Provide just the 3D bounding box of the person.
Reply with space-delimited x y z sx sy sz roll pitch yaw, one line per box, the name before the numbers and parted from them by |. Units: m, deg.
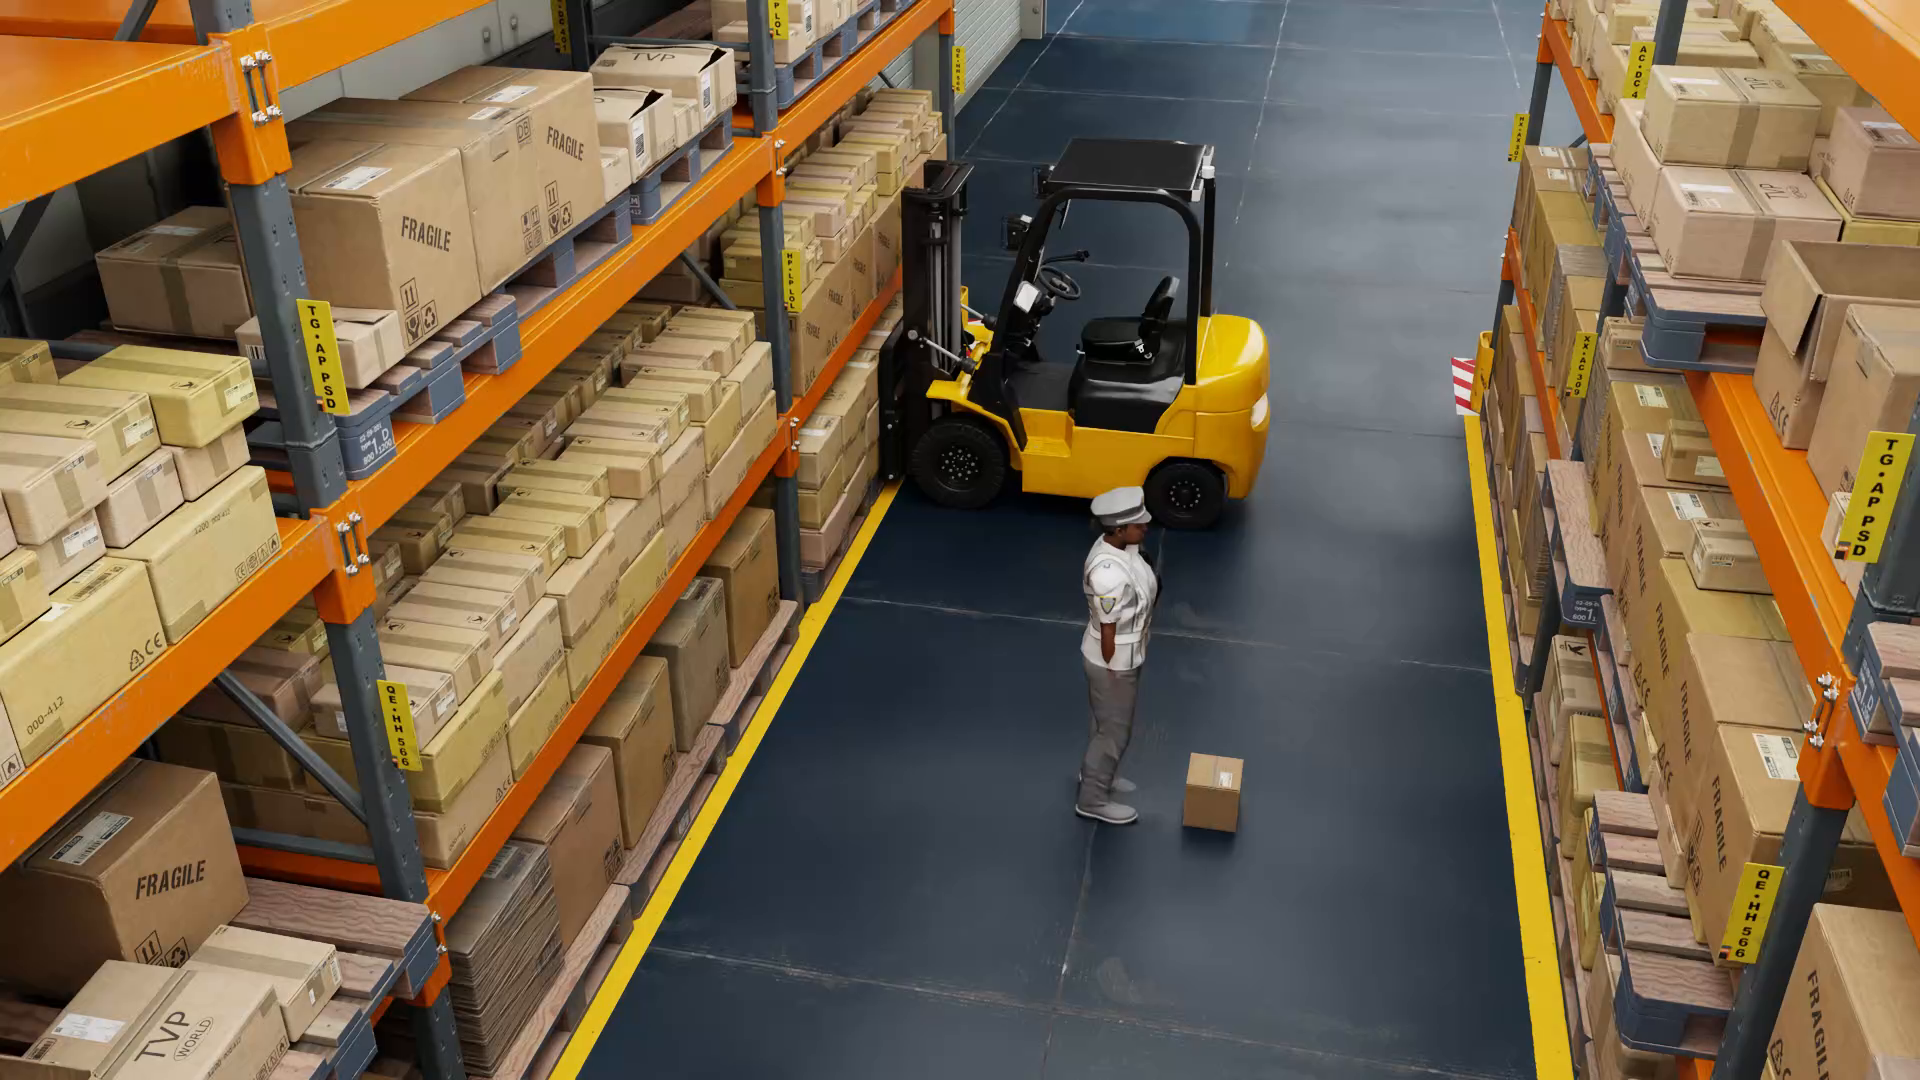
person | 0.729 0.535 7.662 0.341 1.706 0.436 7 30 12
